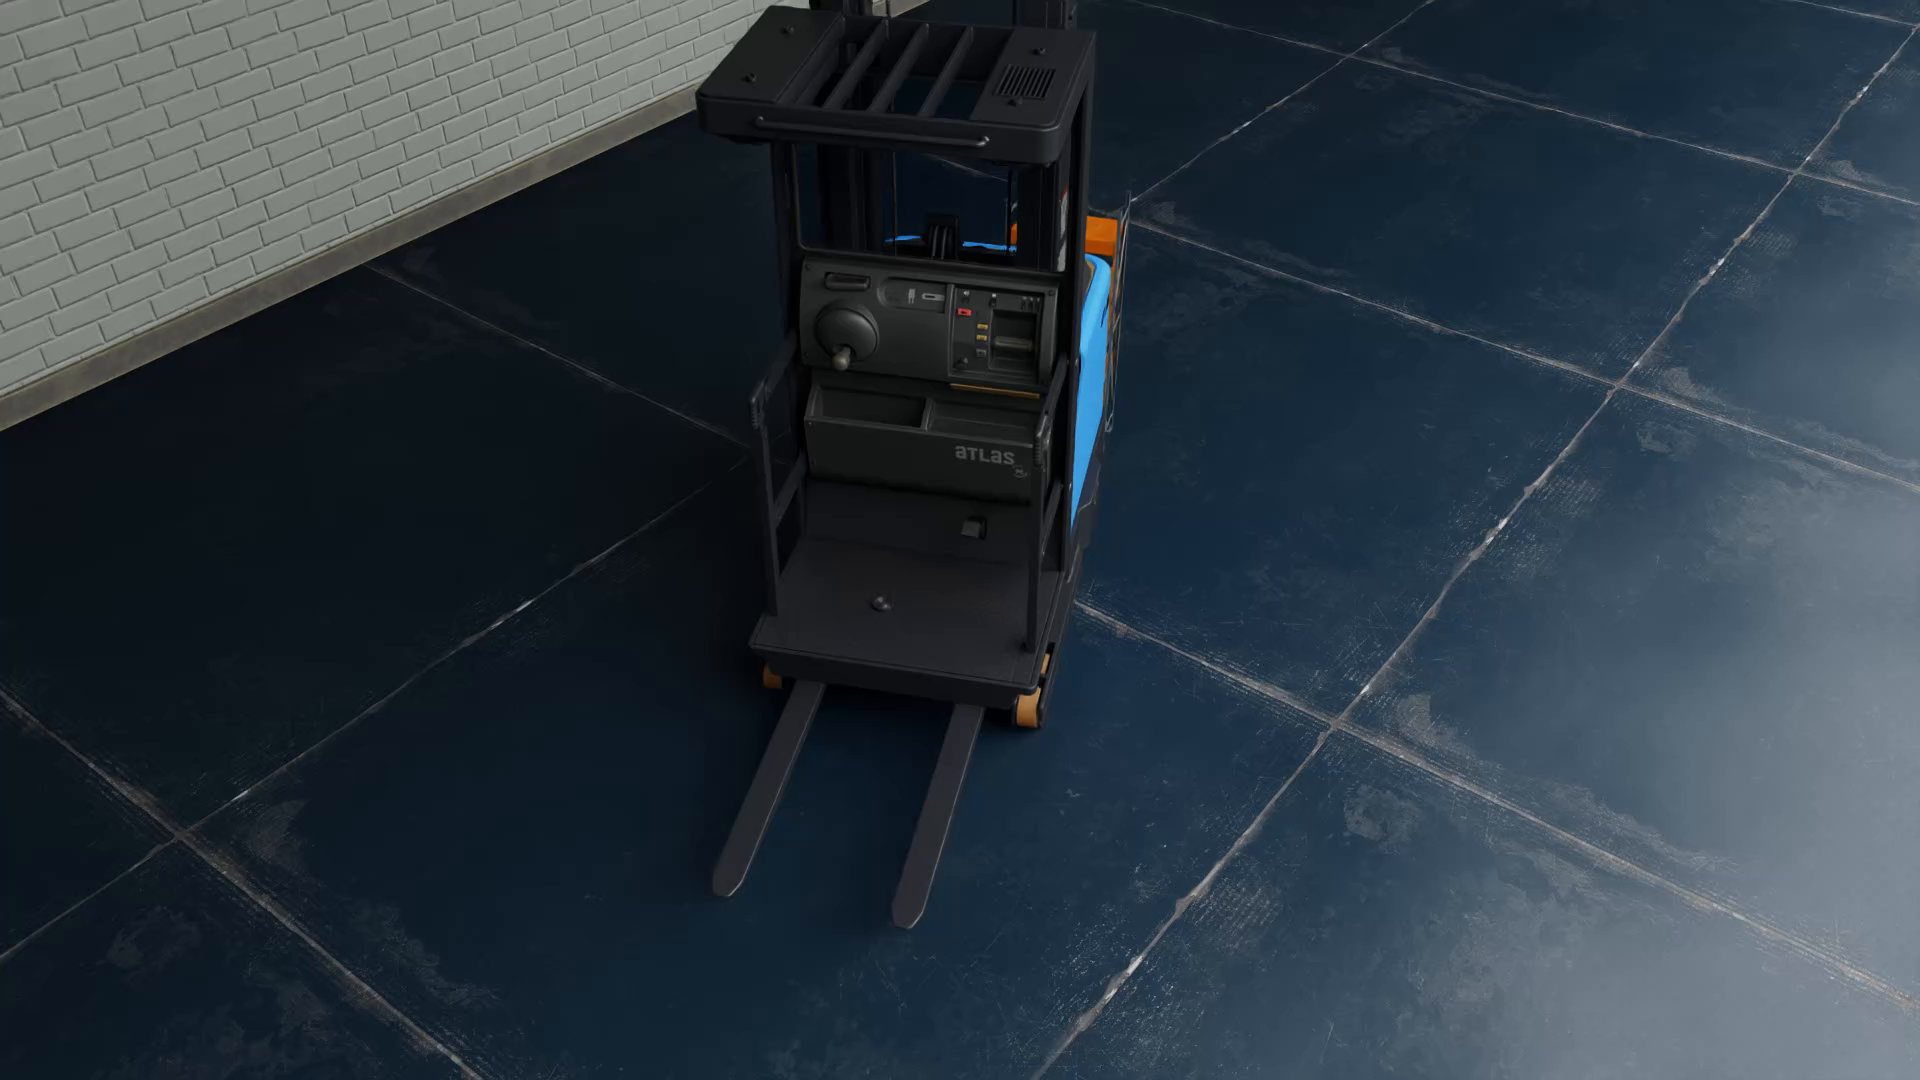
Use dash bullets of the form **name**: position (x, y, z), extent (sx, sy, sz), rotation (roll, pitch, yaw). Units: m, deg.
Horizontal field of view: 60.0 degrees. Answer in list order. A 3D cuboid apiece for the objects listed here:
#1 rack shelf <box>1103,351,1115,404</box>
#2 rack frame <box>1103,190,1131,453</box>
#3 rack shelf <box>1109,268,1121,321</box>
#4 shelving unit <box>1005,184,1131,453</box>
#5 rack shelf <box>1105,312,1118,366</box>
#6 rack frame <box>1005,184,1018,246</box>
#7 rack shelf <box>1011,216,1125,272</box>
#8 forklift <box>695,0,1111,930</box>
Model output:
- **rack shelf**: position (0.459, -0.785, 7.697), extent (0.480, 0.148, 0.258), rotation (9, 35, 11)
- **rack frame**: position (0.700, -0.967, 7.499), extent (0.015, 1.200, 0.240), rotation (9, 35, 11)
- **rack shelf**: position (0.466, -1.133, 7.458), extent (0.480, 0.148, 0.258), rotation (9, 35, 11)
- **shelving unit**: position (0.464, -1.004, 7.546), extent (0.503, 1.200, 0.258), rotation (9, 35, 11)
- **rack shelf**: position (0.463, -0.949, 7.585), extent (0.480, 0.148, 0.258), rotation (9, 35, 11)
- **rack frame**: position (0.227, -1.042, 7.594), extent (0.015, 1.200, 0.240), rotation (9, 35, 11)
- **rack shelf**: position (0.470, -1.328, 7.324), extent (0.480, 0.148, 0.258), rotation (9, 35, 11)
- **forklift**: position (-0.161, -0.693, 5.758), extent (1.130, 2.935, 3.031), rotation (8, 39, 10)
